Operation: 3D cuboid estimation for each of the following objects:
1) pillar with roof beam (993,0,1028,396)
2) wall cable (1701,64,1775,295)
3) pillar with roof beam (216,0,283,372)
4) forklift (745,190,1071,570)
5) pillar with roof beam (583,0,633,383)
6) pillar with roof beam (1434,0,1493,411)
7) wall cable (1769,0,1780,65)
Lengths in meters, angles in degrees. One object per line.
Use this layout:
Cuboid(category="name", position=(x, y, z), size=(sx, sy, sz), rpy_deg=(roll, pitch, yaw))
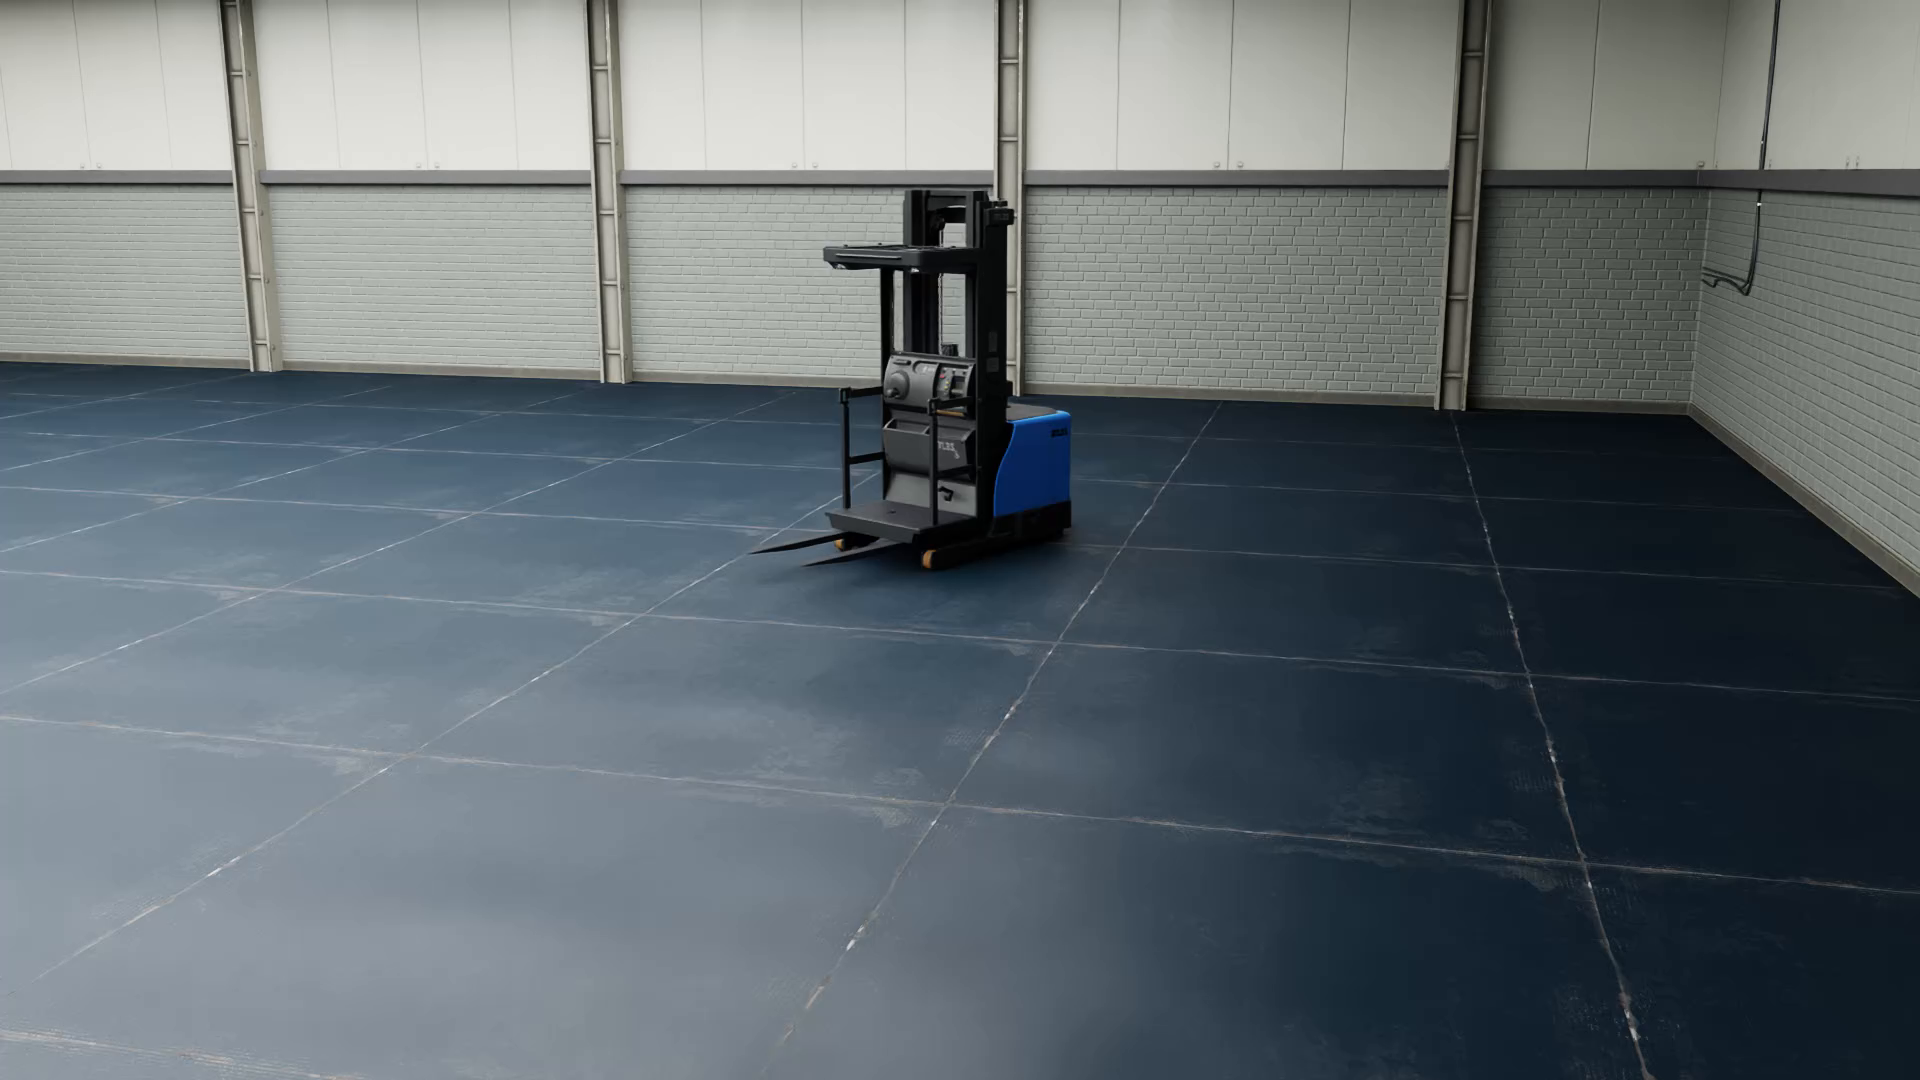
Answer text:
Cuboid(category="pillar with roof beam", position=(-0.343, -5.547, 18.458), size=(0.400, 9.000, 9.100), rpy_deg=(3, 13, 14))
Cuboid(category="wall cable", position=(9.057, -4.194, 19.529), size=(0.112, 2.526, 3.097), rpy_deg=(3, 13, 14))
Cuboid(category="pillar with roof beam", position=(-11.994, -6.169, 21.265), size=(0.400, 9.000, 9.100), rpy_deg=(3, 13, 14))
Cuboid(category="forklift", position=(-0.396, -1.315, 13.393), size=(1.130, 2.935, 3.031), rpy_deg=(11, 17, 41))
Cuboid(category="pillar with roof beam", position=(-6.168, -5.858, 19.862), size=(0.400, 9.000, 9.100), rpy_deg=(3, 13, 14))
Cuboid(category="pillar with roof beam", position=(5.482, -5.235, 17.055), size=(0.400, 9.000, 9.100), rpy_deg=(3, 13, 14))
Cuboid(category="wall cable", position=(8.409, -6.090, 16.418), size=(0.112, 2.526, 3.097), rpy_deg=(3, 13, 14))
